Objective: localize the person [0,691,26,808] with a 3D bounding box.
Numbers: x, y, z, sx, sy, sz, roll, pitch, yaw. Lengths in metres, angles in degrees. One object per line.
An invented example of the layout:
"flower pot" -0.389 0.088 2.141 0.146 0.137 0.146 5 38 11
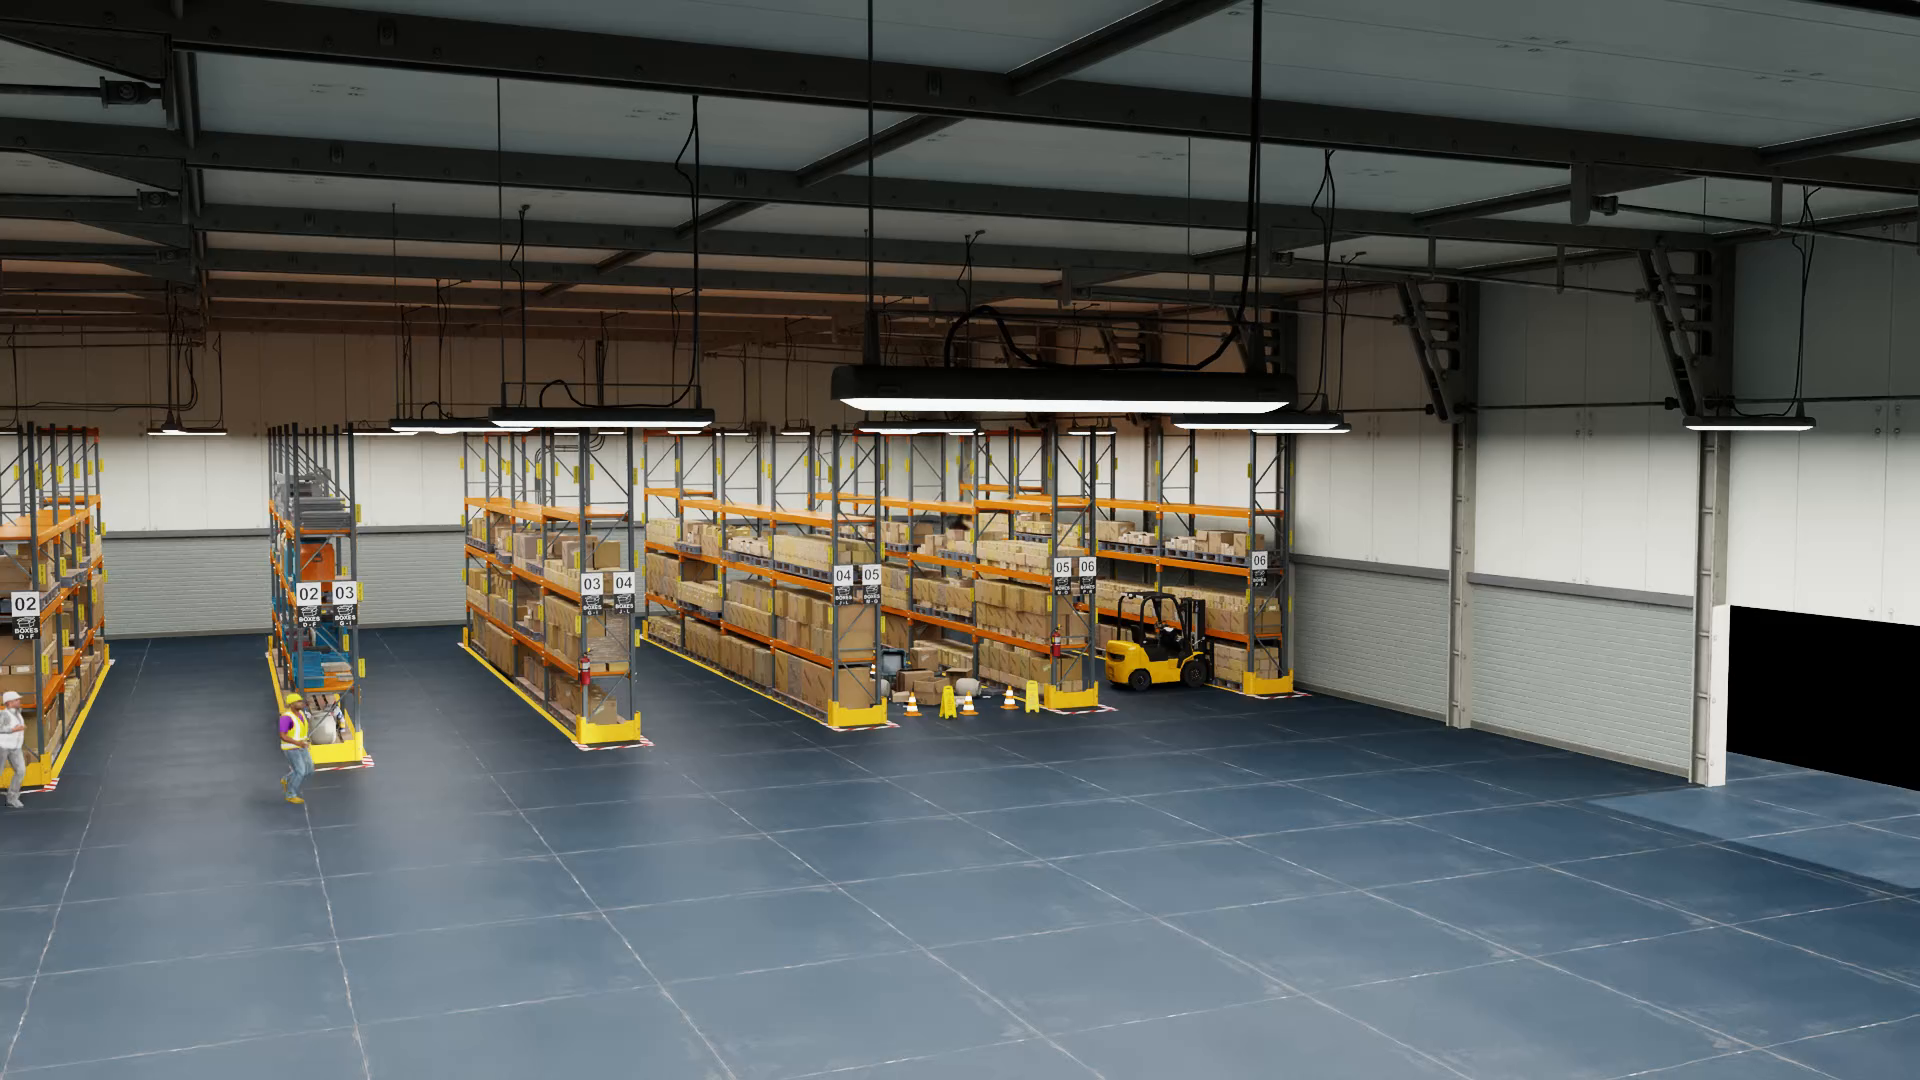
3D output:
"person" -14.883 3.264 26.003 0.761 1.799 0.666 1 4 11

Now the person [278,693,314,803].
"person" -10.460 3.268 26.178 0.603 1.727 0.739 0 4 7
